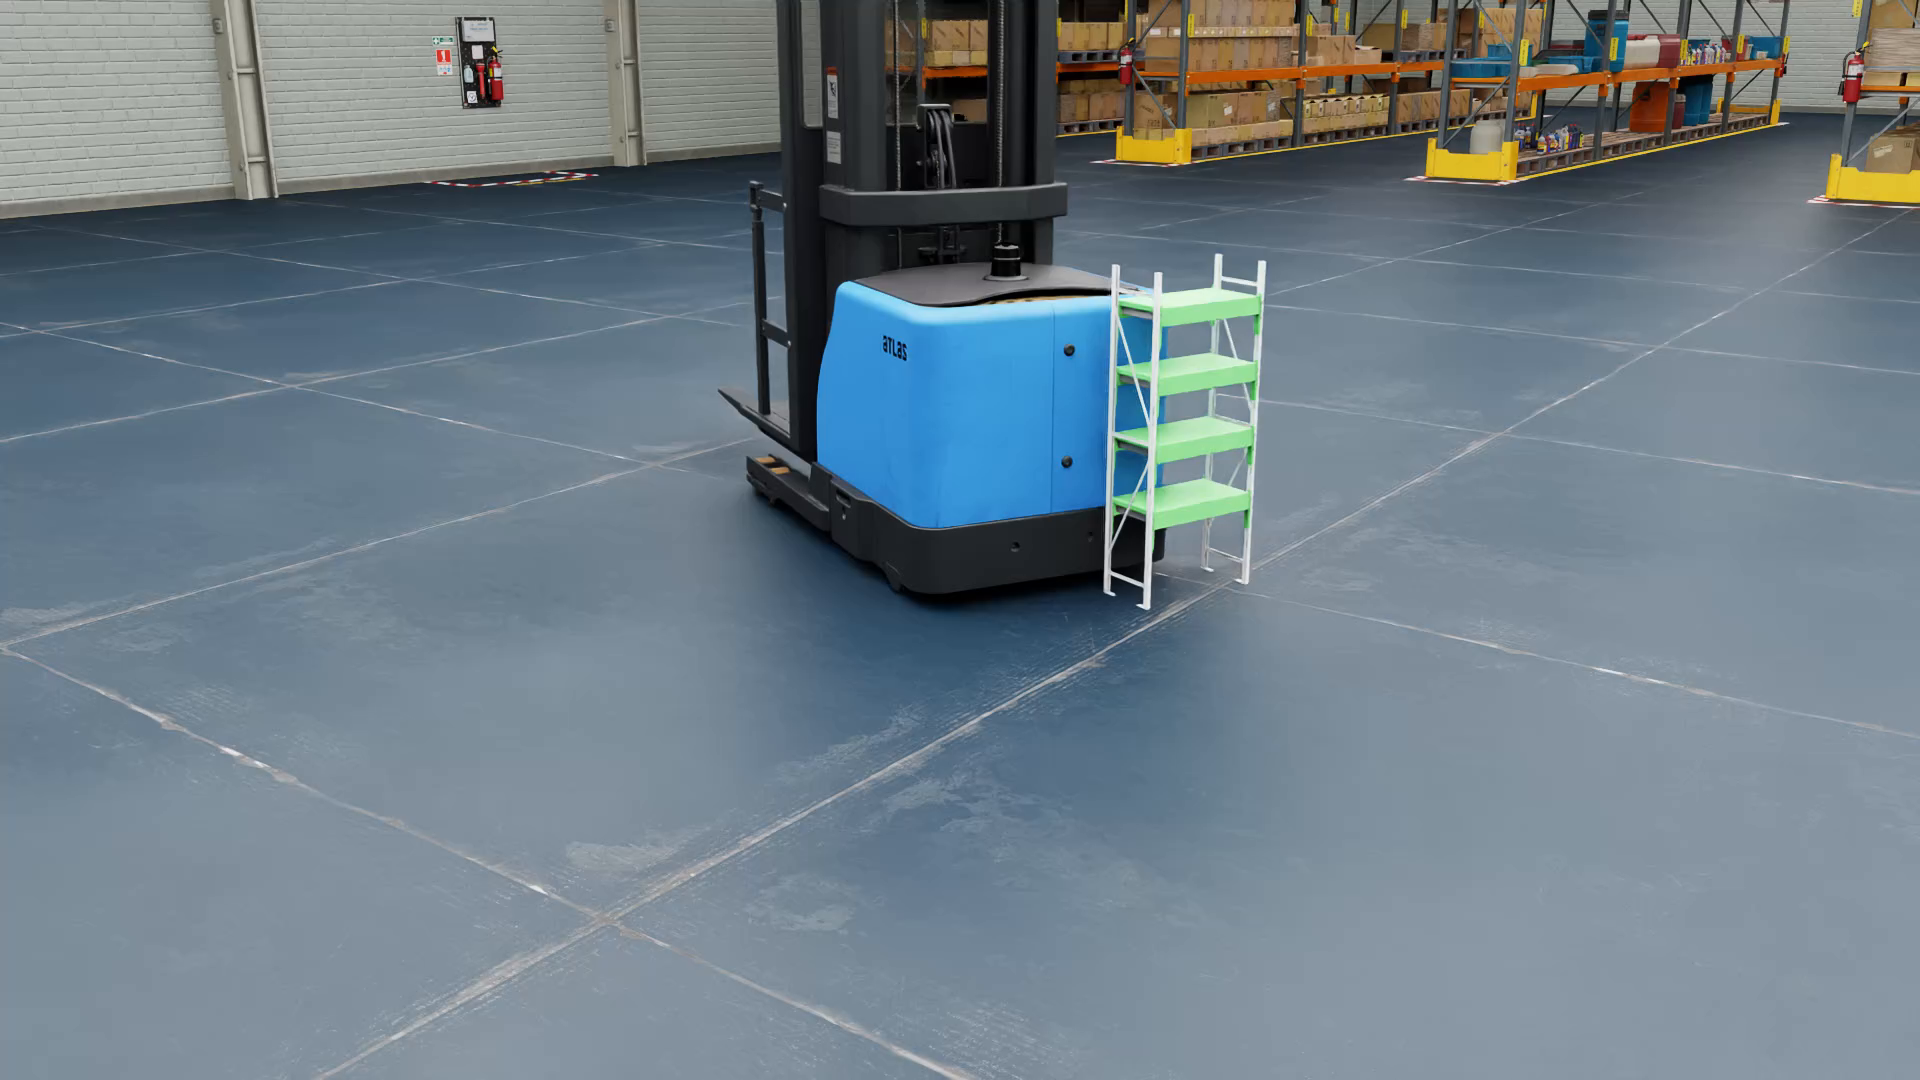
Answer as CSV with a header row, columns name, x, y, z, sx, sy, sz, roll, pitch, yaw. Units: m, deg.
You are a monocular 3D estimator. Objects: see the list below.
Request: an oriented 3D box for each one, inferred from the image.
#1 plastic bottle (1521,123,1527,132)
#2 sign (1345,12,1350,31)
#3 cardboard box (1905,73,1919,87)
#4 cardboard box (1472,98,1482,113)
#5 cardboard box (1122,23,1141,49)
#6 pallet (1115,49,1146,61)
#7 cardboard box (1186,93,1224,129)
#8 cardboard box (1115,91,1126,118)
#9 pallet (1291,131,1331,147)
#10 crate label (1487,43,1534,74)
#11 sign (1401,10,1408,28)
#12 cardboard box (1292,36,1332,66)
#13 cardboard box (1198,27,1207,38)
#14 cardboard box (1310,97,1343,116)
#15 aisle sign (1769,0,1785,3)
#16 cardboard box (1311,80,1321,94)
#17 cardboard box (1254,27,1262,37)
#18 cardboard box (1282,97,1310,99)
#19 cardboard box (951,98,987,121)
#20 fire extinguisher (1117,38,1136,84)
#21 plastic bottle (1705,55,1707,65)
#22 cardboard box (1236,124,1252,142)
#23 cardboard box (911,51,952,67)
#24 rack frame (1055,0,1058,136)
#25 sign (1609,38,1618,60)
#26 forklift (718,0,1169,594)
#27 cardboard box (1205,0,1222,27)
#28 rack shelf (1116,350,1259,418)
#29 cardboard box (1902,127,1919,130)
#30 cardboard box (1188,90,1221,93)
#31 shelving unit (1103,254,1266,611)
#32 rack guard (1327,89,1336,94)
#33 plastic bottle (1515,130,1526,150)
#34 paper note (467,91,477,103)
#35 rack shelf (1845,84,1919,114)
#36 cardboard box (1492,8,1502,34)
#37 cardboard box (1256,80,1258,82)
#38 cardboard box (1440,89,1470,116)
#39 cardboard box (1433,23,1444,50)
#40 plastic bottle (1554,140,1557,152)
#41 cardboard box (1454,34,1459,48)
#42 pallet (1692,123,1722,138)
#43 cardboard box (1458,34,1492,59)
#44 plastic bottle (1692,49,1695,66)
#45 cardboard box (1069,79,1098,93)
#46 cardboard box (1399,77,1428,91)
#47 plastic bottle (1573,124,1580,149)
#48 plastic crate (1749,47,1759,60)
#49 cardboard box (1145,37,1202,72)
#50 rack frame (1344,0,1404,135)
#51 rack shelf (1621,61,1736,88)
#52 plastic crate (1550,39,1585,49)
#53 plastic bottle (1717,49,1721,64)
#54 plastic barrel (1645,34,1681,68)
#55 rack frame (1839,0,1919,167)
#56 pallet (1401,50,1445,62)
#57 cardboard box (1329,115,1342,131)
name,x,y,z,sx,sy,sz,roll,pitch,yaw
plastic bottle,8.498,-6.114,25.098,0.144,0.351,0.185,13,22,36
sign,7.278,-9.725,31.185,0.100,0.325,0.005,12,21,35
cardboard box,11.268,-5.366,19.388,0.380,0.149,0.250,12,21,35
cardboard box,10.527,-9.057,34.643,0.500,0.311,0.500,12,21,35
cardboard box,3.156,-9.997,32.969,0.700,0.500,0.500,10,20,30
pallet,3.400,-9.711,33.280,1.213,0.211,1.003,12,21,35
cardboard box,3.747,-6.665,25.811,0.500,0.500,0.500,12,21,35
cardboard box,2.952,-8.725,33.254,0.700,0.500,0.500,12,21,35
pallet,5.744,-7.015,28.976,1.003,0.211,1.213,12,21,35
crate label,7.808,-6.838,23.646,0.502,0.435,0.616,12,21,35
sign,8.167,-9.572,30.558,0.100,0.325,0.005,12,21,35
cardboard box,6.121,-8.517,28.944,0.500,0.500,0.500,14,22,39
cardboard box,3.515,-7.688,25.179,0.380,0.149,0.250,12,21,33
cardboard box,6.392,-7.615,29.191,0.500,0.311,0.500,12,21,33
aisle sign,16.740,-11.353,33.860,0.394,0.787,0.004,12,21,35
cardboard box,8.169,-10.719,39.710,0.700,0.500,0.500,12,21,35
cardboard box,4.589,-8.117,26.561,0.380,0.149,0.250,13,22,36
cardboard box,5.952,-7.710,29.495,0.500,0.311,0.500,12,21,35
cardboard box,0.274,-7.553,29.480,0.700,0.500,0.500,11,20,31
fire extinguisher,2.509,-7.228,25.092,0.296,0.674,0.183,12,21,35
plastic bottle,13.320,-8.620,29.780,0.097,0.201,0.097,0,17,0
cardboard box,4.346,-6.544,26.687,0.500,0.250,0.500,12,21,35
cardboard box,-0.482,-8.084,27.936,0.500,0.250,0.500,12,21,33
rack frame,1.356,-9.038,30.791,1.000,3.000,0.127,12,21,35
sign,9.747,-7.320,24.791,0.100,0.325,0.005,12,21,35
forklift,-0.299,-1.601,6.958,1.130,2.935,3.031,-8,19,-24
cardboard box,3.582,-8.126,25.498,0.700,0.500,0.500,12,21,33
rack shelf,0.802,-0.561,5.934,0.480,0.148,0.258,-12,21,-34
cardboard box,12.377,-5.032,21.395,0.500,0.500,0.500,10,20,30
cardboard box,3.916,-6.997,26.880,0.500,0.500,0.500,12,21,35
shelving unit,0.802,-0.393,5.986,0.503,1.200,0.258,-12,21,-34
rack guard,8.520,-10.708,40.384,1.175,0.500,0.348,12,21,35
plastic bottle,8.266,-5.912,24.574,0.152,0.276,0.135,12,21,35
paper note,-6.544,-5.944,22.311,0.016,0.148,0.142,12,21,35
rack shelf,12.098,-5.593,20.908,1.077,0.370,4.000,12,21,35
cardboard box,10.917,-10.780,34.545,0.500,0.500,0.500,12,21,33
cardboard box,6.873,-10.610,38.264,0.380,0.149,0.250,12,21,33
cardboard box,10.039,-8.918,33.875,0.500,0.500,0.500,12,21,34
cardboard box,9.100,-9.886,32.644,0.700,0.500,0.500,7,19,21
plastic bottle,8.582,-5.715,24.064,0.097,0.201,0.097,0,17,0
cardboard box,10.195,-10.281,34.626,0.500,0.500,0.500,13,21,36
pallet,13.586,-7.685,31.135,1.003,0.211,1.213,12,21,35
cardboard box,10.625,-10.190,34.332,0.500,0.500,0.500,13,22,36
plastic bottle,12.797,-8.445,29.096,0.097,0.271,0.097,0,17,0
cardboard box,2.348,-8.821,32.300,0.500,0.250,0.500,12,21,33
cardboard box,9.023,-9.133,33.306,0.500,0.250,0.500,12,21,35
plastic bottle,9.160,-6.028,24.823,0.144,0.351,0.185,12,21,33
plastic crate,15.444,-9.560,32.652,0.416,0.233,0.300,12,21,35
cardboard box,3.241,-7.368,25.243,0.700,0.500,0.500,12,21,35
rack frame,7.720,-9.117,31.043,1.000,3.000,0.127,12,21,35
rack shelf,12.887,-8.373,29.862,1.077,0.370,4.000,12,21,35
plastic crate,9.355,-7.488,25.690,0.402,0.464,0.583,12,21,35
plastic bottle,13.886,-8.896,30.542,0.152,0.276,0.135,12,21,35
plastic barrel,11.662,-8.141,27.673,0.600,0.536,0.708,12,21,35
rack frame,10.907,-5.460,19.267,1.000,3.000,0.127,12,21,35
pallet,8.875,-9.489,32.566,1.003,0.211,1.213,12,21,35
cardboard box,6.388,-7.349,29.279,0.500,0.250,0.500,12,21,33
